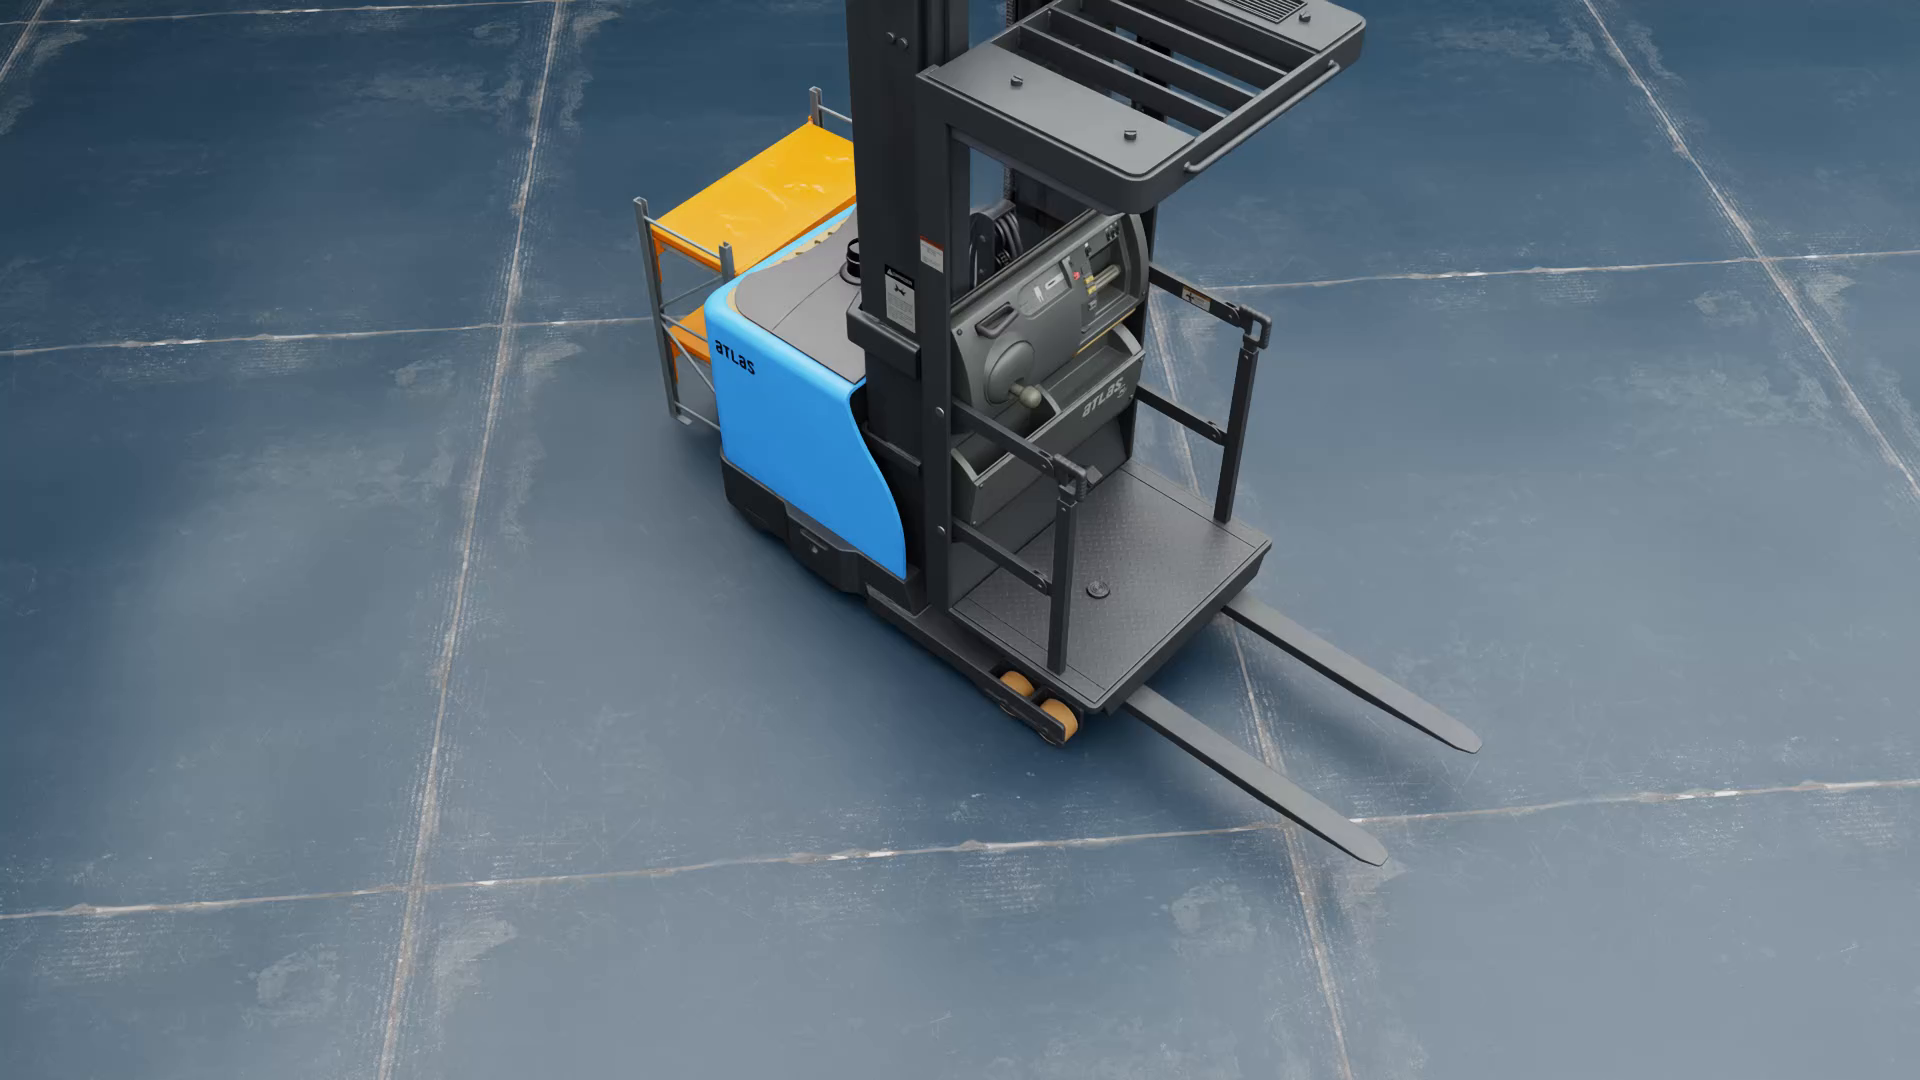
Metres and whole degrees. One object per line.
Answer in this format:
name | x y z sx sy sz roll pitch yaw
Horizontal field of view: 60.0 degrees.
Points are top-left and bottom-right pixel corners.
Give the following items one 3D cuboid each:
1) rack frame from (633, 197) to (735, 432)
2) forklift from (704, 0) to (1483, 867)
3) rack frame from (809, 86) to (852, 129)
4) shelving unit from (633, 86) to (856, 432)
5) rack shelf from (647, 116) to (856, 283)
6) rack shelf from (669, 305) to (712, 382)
rack frame | -1.063 -0.828 6.759 0.500 1.125 0.032 30 53 25
forklift | 0.469 -0.702 5.396 3.031 2.935 1.130 33 55 27
rack frame | -0.431 -1.406 7.306 0.500 1.125 0.032 30 53 25
shelving unit | -0.747 -1.117 7.033 0.538 1.125 1.048 30 53 25
rack shelf | -0.747 -1.318 6.820 0.538 0.278 1.000 30 53 25
rack shelf | -0.747 -0.948 7.210 0.538 0.278 1.000 30 53 25
